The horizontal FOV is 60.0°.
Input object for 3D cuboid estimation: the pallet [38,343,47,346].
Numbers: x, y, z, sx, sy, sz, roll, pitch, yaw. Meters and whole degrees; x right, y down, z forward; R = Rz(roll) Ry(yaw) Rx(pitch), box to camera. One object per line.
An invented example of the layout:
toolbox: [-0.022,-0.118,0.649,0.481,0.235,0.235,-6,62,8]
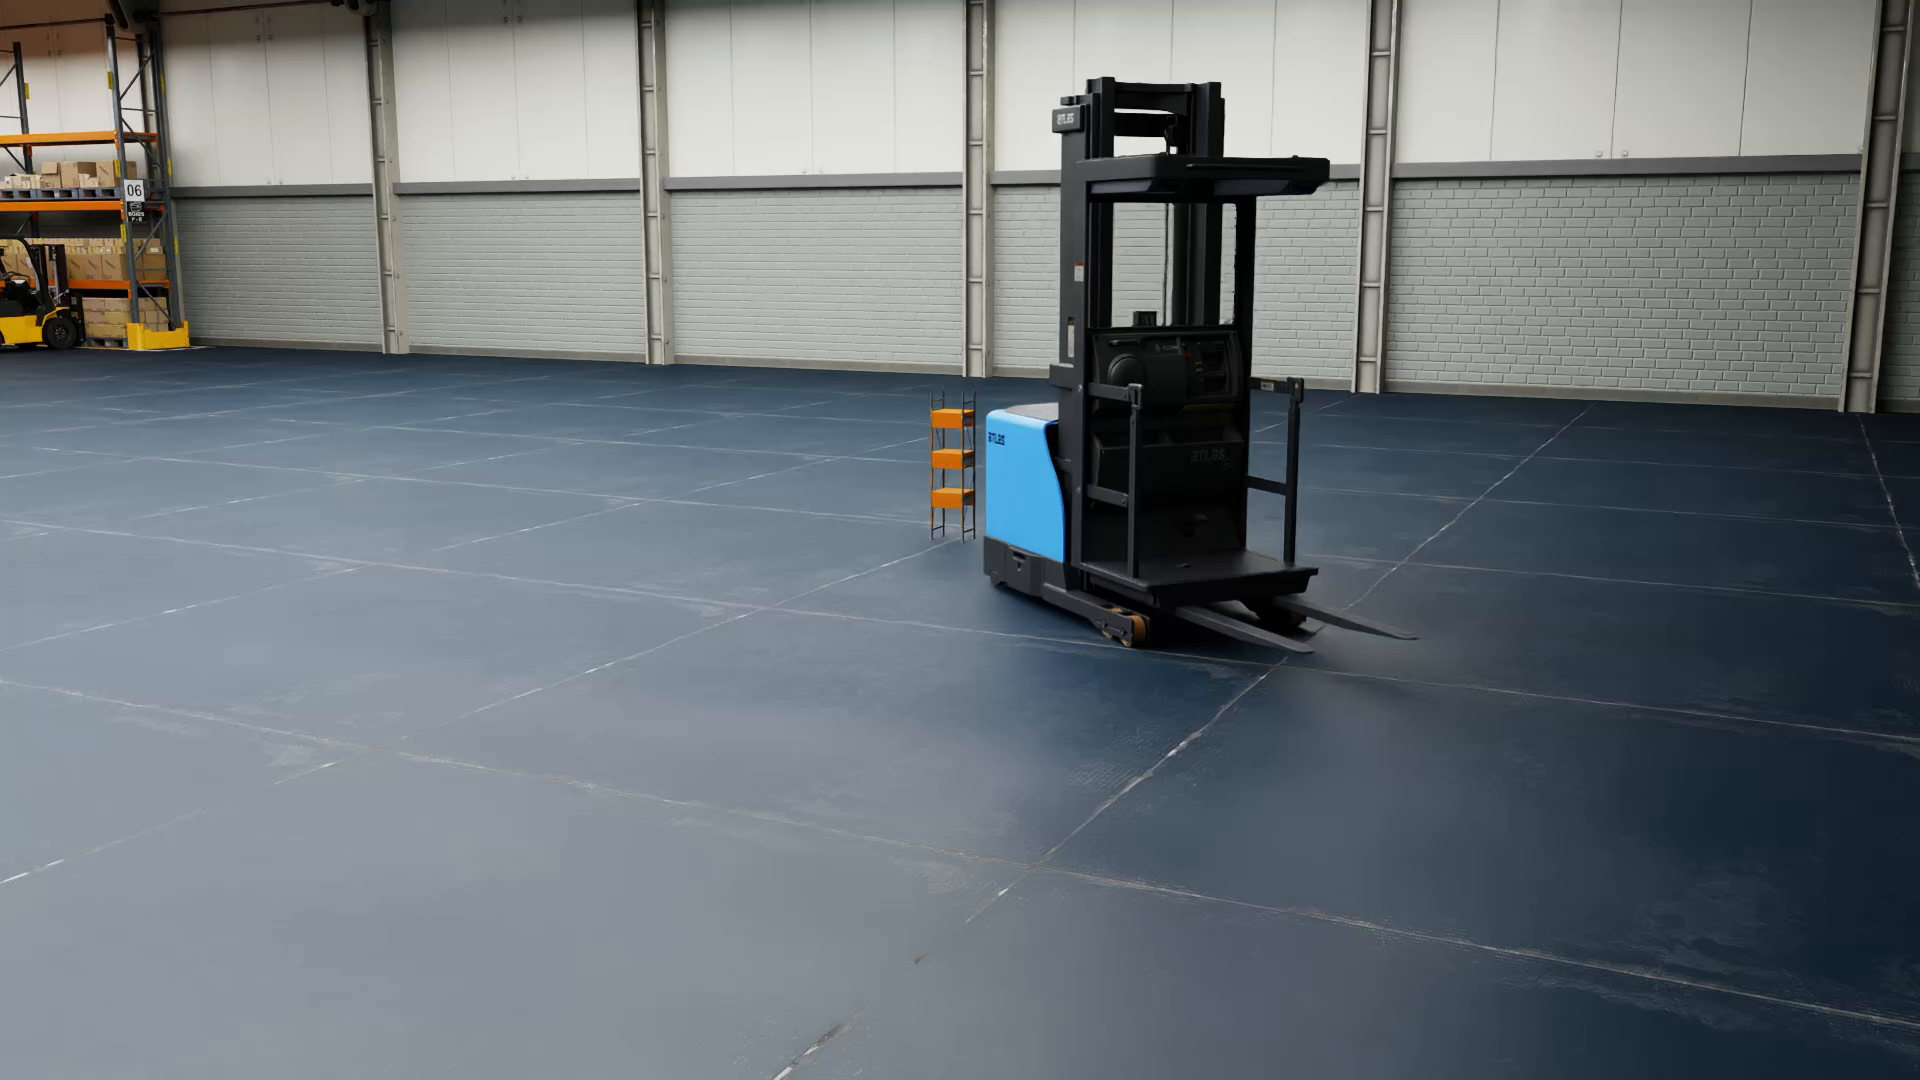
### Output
pallet: [-18.527,-4.099,33.787,1.213,0.211,1.003,5,11,26]

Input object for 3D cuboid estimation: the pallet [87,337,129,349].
pallet: [-16.339,-3.907,32.725,1.213,0.211,1.003,5,11,26]

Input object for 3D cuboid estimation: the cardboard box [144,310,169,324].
cardboard box: [-15.964,-4.395,32.732,0.500,0.250,0.500,5,12,27]

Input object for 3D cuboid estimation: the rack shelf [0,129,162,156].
rack shelf: [-17.428,-7.784,32.617,4.000,0.370,1.077,5,11,26]

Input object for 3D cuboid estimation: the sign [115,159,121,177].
sign: [-15.887,-7.013,31.369,0.005,0.325,0.100,5,11,26]

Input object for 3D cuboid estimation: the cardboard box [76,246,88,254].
cardboard box: [-16.995,-5.657,32.462,0.250,0.149,0.380,5,11,24]

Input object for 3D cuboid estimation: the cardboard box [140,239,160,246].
cardboard box: [-15.841,-5.801,32.422,0.250,0.149,0.380,5,11,25]

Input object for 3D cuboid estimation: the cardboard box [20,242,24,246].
cardboard box: [-18.560,-5.958,33.291,0.250,0.149,0.380,5,11,25]

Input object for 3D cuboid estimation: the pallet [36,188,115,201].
pallet: [-17.355,-6.814,32.782,1.213,0.211,1.003,5,11,26]

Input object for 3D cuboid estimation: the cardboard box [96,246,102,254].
cardboard box: [-16.517,-5.622,32.270,0.250,0.149,0.380,5,12,27]

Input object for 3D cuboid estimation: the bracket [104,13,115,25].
bracket: [-16.389,-10.124,32.292,0.430,0.232,0.235,5,11,26]

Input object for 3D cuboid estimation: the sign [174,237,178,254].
sign: [-15.383,-5.779,32.584,0.005,0.325,0.100,5,11,26]

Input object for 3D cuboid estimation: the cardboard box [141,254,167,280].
cardboard box: [-15.956,-5.358,32.633,0.500,0.500,0.500,5,12,28]

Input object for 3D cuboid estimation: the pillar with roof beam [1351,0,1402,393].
pillar with roof beam: [3.758,-5.798,18.496,0.400,9.000,9.100,5,11,26]

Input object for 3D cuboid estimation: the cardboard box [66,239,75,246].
cardboard box: [-17.238,-5.819,32.525,0.250,0.149,0.380,5,12,27]

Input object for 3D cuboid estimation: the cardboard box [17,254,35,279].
cardboard box: [-18.465,-5.475,33.278,0.500,0.500,0.500,5,12,27]

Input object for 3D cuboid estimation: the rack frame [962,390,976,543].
rack frame: [0.061,-0.511,11.607,0.008,1.050,0.200,5,11,26]

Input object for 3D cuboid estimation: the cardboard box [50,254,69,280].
cardboard box: [-17.568,-5.392,32.820,0.500,0.500,0.500,5,11,26]

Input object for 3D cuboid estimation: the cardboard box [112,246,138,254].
cardboard box: [-16.069,-5.577,32.018,0.250,0.149,0.380,5,11,27]

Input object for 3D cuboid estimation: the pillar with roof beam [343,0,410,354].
pillar with roof beam: [-12.384,-7.216,26.334,0.548,9.000,9.100,5,11,26]

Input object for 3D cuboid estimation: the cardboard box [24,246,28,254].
cardboard box: [-18.385,-5.775,33.112,0.250,0.149,0.380,5,12,27]

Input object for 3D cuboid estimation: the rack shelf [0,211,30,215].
rack shelf: [-21.015,-6.820,34.590,4.000,0.370,1.077,5,11,26]

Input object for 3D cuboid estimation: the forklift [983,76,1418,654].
forklift: [1.231,-0.975,8.888,1.130,2.935,3.031,-5,11,-25]

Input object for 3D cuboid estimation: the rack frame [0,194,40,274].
rack frame: [-19.221,-5.541,33.922,0.127,3.000,1.000,5,11,26]

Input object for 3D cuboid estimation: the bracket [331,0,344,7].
bracket: [-11.008,-9.651,29.679,0.430,0.232,0.235,5,11,26]

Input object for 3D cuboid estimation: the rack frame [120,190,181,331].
rack frame: [-15.634,-5.226,32.181,0.127,3.000,1.000,5,11,26]

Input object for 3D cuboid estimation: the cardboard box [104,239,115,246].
cardboard box: [-16.284,-5.749,32.137,0.250,0.149,0.380,5,11,26]

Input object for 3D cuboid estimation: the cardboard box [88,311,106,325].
cardboard box: [-16.654,-4.355,32.508,0.500,0.250,0.500,5,11,25]

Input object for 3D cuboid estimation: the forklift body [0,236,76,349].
forklift body: [-18.142,-4.666,31.472,1.214,2.155,2.313,5,11,26]

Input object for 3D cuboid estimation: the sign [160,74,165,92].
sign: [-15.383,-8.803,32.036,0.005,0.325,0.100,5,11,26]

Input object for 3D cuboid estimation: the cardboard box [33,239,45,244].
cardboard box: [-18.130,-5.905,32.999,0.250,0.149,0.380,5,11,25]

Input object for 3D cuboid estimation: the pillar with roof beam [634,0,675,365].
pillar with roof beam: [-7.003,-6.743,23.721,0.400,9.000,9.100,5,11,26]

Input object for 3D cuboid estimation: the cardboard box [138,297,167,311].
cardboard box: [-15.982,-4.639,32.675,0.500,0.250,0.500,5,11,25]

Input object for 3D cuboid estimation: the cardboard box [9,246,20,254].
cardboard box: [-18.819,-5.822,33.373,0.250,0.149,0.380,5,12,27]

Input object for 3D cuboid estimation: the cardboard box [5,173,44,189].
cardboard box: [-18.583,-7.124,33.039,0.500,0.311,0.500,5,12,27]

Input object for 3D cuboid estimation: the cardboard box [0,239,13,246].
cardboard box: [-19.067,-5.983,33.428,0.250,0.149,0.380,5,12,27]

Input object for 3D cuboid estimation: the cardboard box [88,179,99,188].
cardboard box: [-16.512,-6.851,31.982,0.250,0.149,0.380,5,11,24]

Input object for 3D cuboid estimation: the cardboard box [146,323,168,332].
cardboard box: [-15.988,-4.149,32.775,0.500,0.250,0.500,5,11,26]

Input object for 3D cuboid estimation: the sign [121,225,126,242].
sign: [-15.887,-5.826,31.584,0.005,0.325,0.100,5,11,26]

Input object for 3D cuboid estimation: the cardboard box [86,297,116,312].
cardboard box: [-16.646,-4.597,32.441,0.500,0.250,0.500,5,12,27]

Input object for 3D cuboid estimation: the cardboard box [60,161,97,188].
cardboard box: [-17.013,-7.099,32.370,0.500,0.500,0.700,5,11,26]

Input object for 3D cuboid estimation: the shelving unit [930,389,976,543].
shelving unit: [-0.048,-0.521,11.660,0.252,1.050,0.215,5,11,26]

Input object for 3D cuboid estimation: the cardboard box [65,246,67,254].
cardboard box: [-17.414,-5.708,32.743,0.250,0.149,0.380,5,11,25]

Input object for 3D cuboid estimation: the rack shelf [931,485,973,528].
rack shelf: [-0.048,-0.237,11.711,0.240,0.259,0.215,5,11,26]

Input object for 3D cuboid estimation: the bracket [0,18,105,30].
bracket: [-18.700,-10.327,33.414,4.783,0.066,0.076,5,11,26]

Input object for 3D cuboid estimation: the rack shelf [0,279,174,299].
rack shelf: [-17.428,-5.029,33.116,4.000,0.370,1.077,5,11,26]

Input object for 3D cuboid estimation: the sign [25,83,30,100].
sign: [-18.954,-9.117,33.770,0.005,0.325,0.100,5,11,26]

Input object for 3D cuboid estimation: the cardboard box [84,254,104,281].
cardboard box: [-16.653,-5.314,32.388,0.500,0.500,0.500,5,12,28]

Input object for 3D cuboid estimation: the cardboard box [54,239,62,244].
cardboard box: [-17.645,-5.877,32.845,0.250,0.149,0.380,5,11,26]

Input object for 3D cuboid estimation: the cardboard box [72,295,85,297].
cardboard box: [-17.786,-4.799,33.558,0.500,0.250,0.500,5,11,26]

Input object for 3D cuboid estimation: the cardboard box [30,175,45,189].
cardboard box: [-18.025,-7.041,32.707,0.258,0.266,0.396,5,11,24]

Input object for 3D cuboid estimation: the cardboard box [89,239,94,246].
cardboard box: [-16.721,-5.797,32.401,0.250,0.149,0.380,5,11,26]

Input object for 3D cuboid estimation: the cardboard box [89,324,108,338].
cardboard box: [-16.637,-4.106,32.539,0.500,0.250,0.500,5,11,26]
